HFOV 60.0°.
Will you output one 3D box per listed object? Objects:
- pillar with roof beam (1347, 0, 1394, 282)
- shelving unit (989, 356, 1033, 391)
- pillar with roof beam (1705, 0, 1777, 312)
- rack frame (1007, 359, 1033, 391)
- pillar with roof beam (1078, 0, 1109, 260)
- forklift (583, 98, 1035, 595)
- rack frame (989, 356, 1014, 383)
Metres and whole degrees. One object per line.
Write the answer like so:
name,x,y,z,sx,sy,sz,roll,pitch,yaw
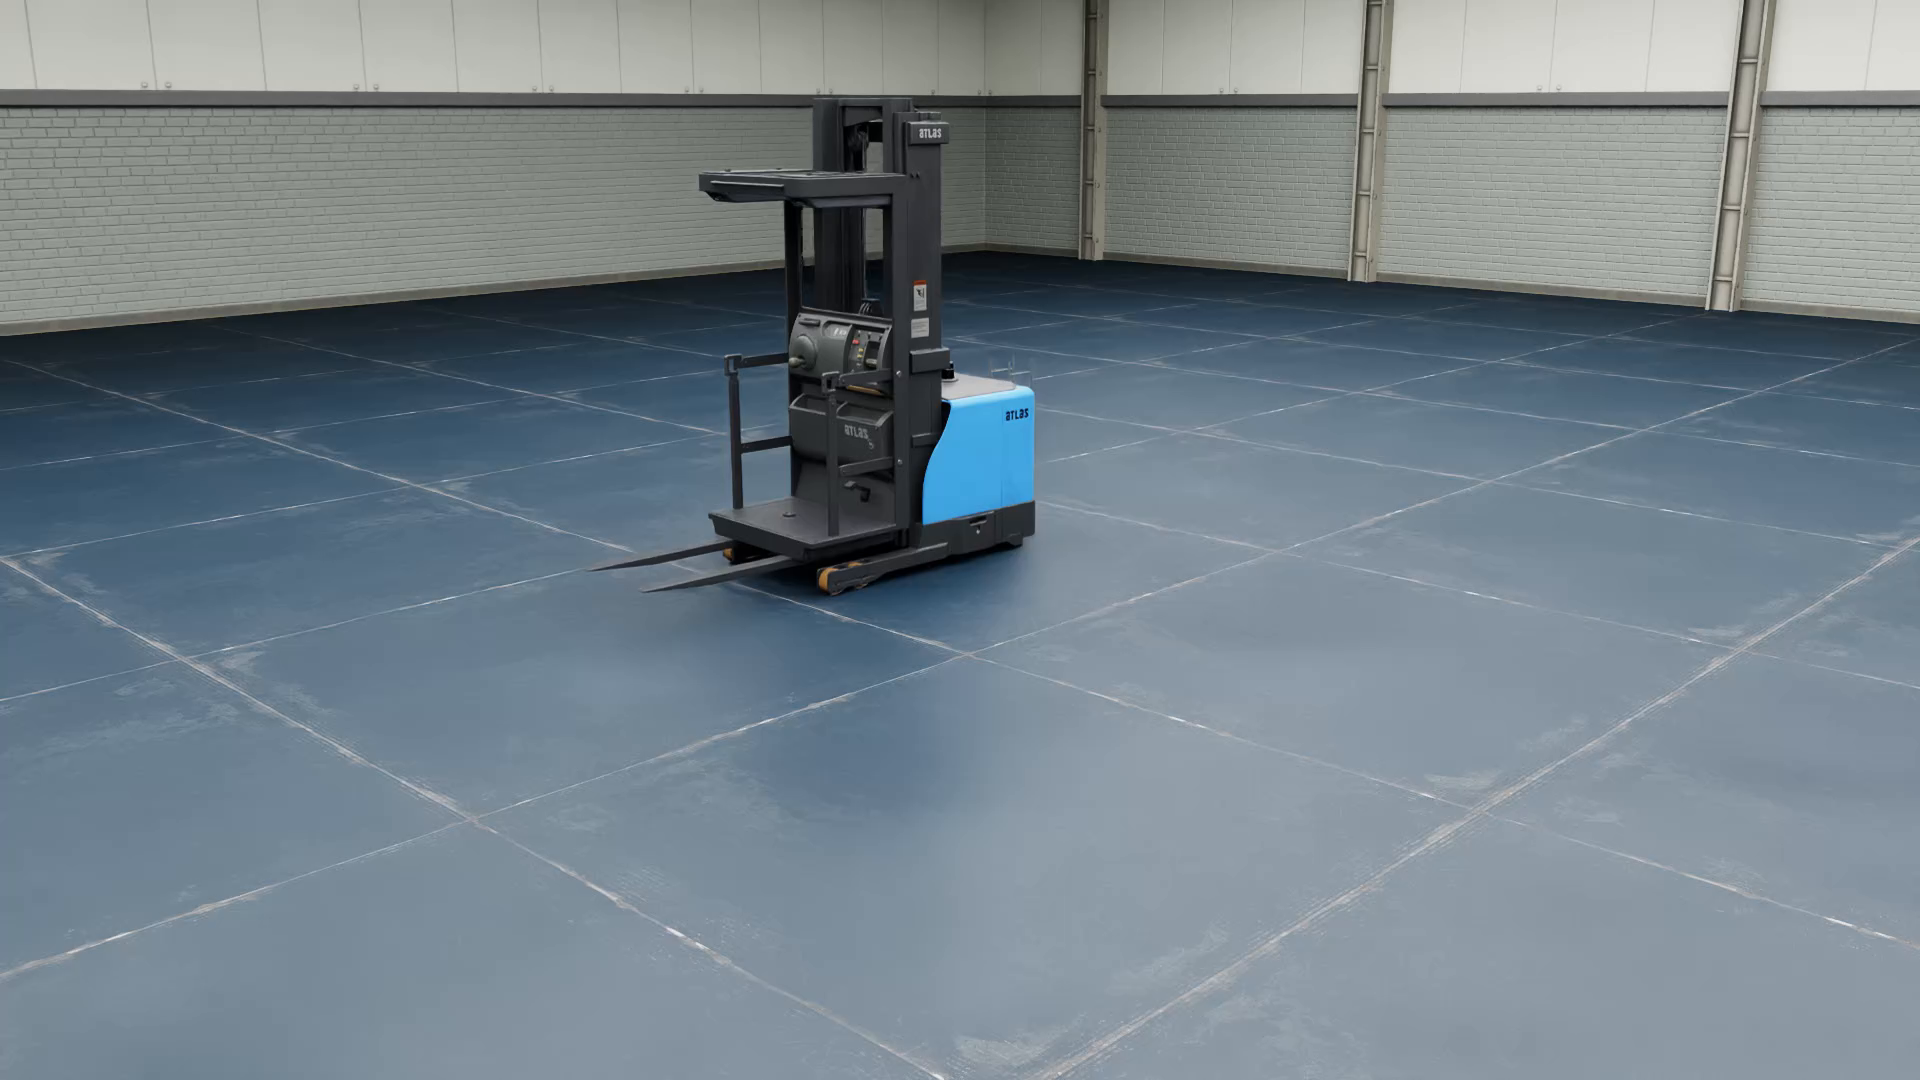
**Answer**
pillar with roof beam,3.891,-8.007,24.315,0.400,9.000,9.100,14,20,42
shelving unit,0.351,-0.668,11.614,0.258,1.200,0.189,-13,20,-41
pillar with roof beam,8.210,-6.957,20.285,0.400,9.000,9.100,14,20,42
rack frame,0.414,-0.651,11.549,0.240,1.200,0.006,-13,20,-41
pillar with roof beam,-0.429,-9.057,28.345,0.400,9.000,9.100,14,20,42
forklift,-0.911,-1.232,10.346,3.031,2.935,1.130,-13,20,-41
rack frame,0.289,-0.684,11.679,0.240,1.200,0.006,-13,20,-41
